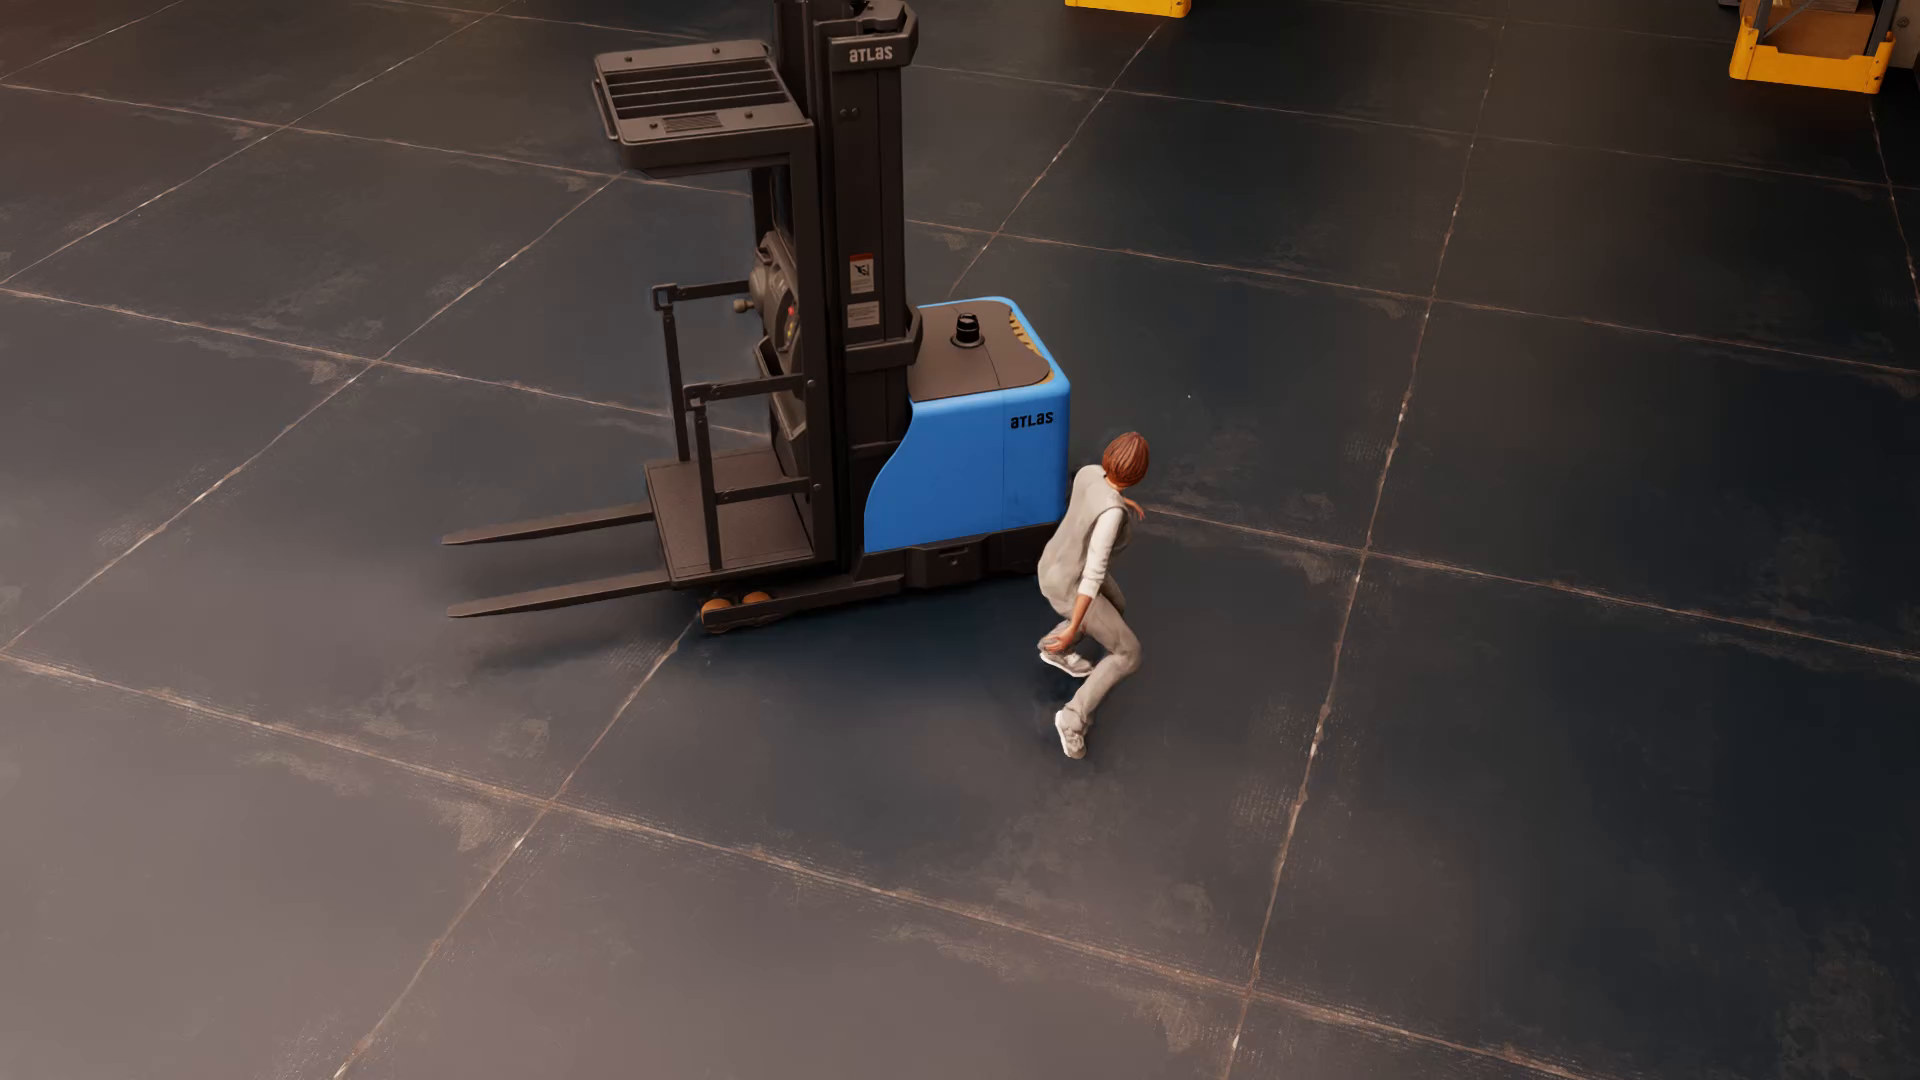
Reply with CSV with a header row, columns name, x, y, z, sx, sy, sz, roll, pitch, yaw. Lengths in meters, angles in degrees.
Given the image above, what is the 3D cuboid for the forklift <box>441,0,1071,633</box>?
name,x,y,z,sx,sy,sz,roll,pitch,yaw
forklift,-1.034,-1.087,7.644,3.031,2.935,1.130,-10,36,-13

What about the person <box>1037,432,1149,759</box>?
name,x,y,z,sx,sy,sz,roll,pitch,yaw
person,0.580,0.222,7.152,0.492,1.489,0.875,0,35,0
